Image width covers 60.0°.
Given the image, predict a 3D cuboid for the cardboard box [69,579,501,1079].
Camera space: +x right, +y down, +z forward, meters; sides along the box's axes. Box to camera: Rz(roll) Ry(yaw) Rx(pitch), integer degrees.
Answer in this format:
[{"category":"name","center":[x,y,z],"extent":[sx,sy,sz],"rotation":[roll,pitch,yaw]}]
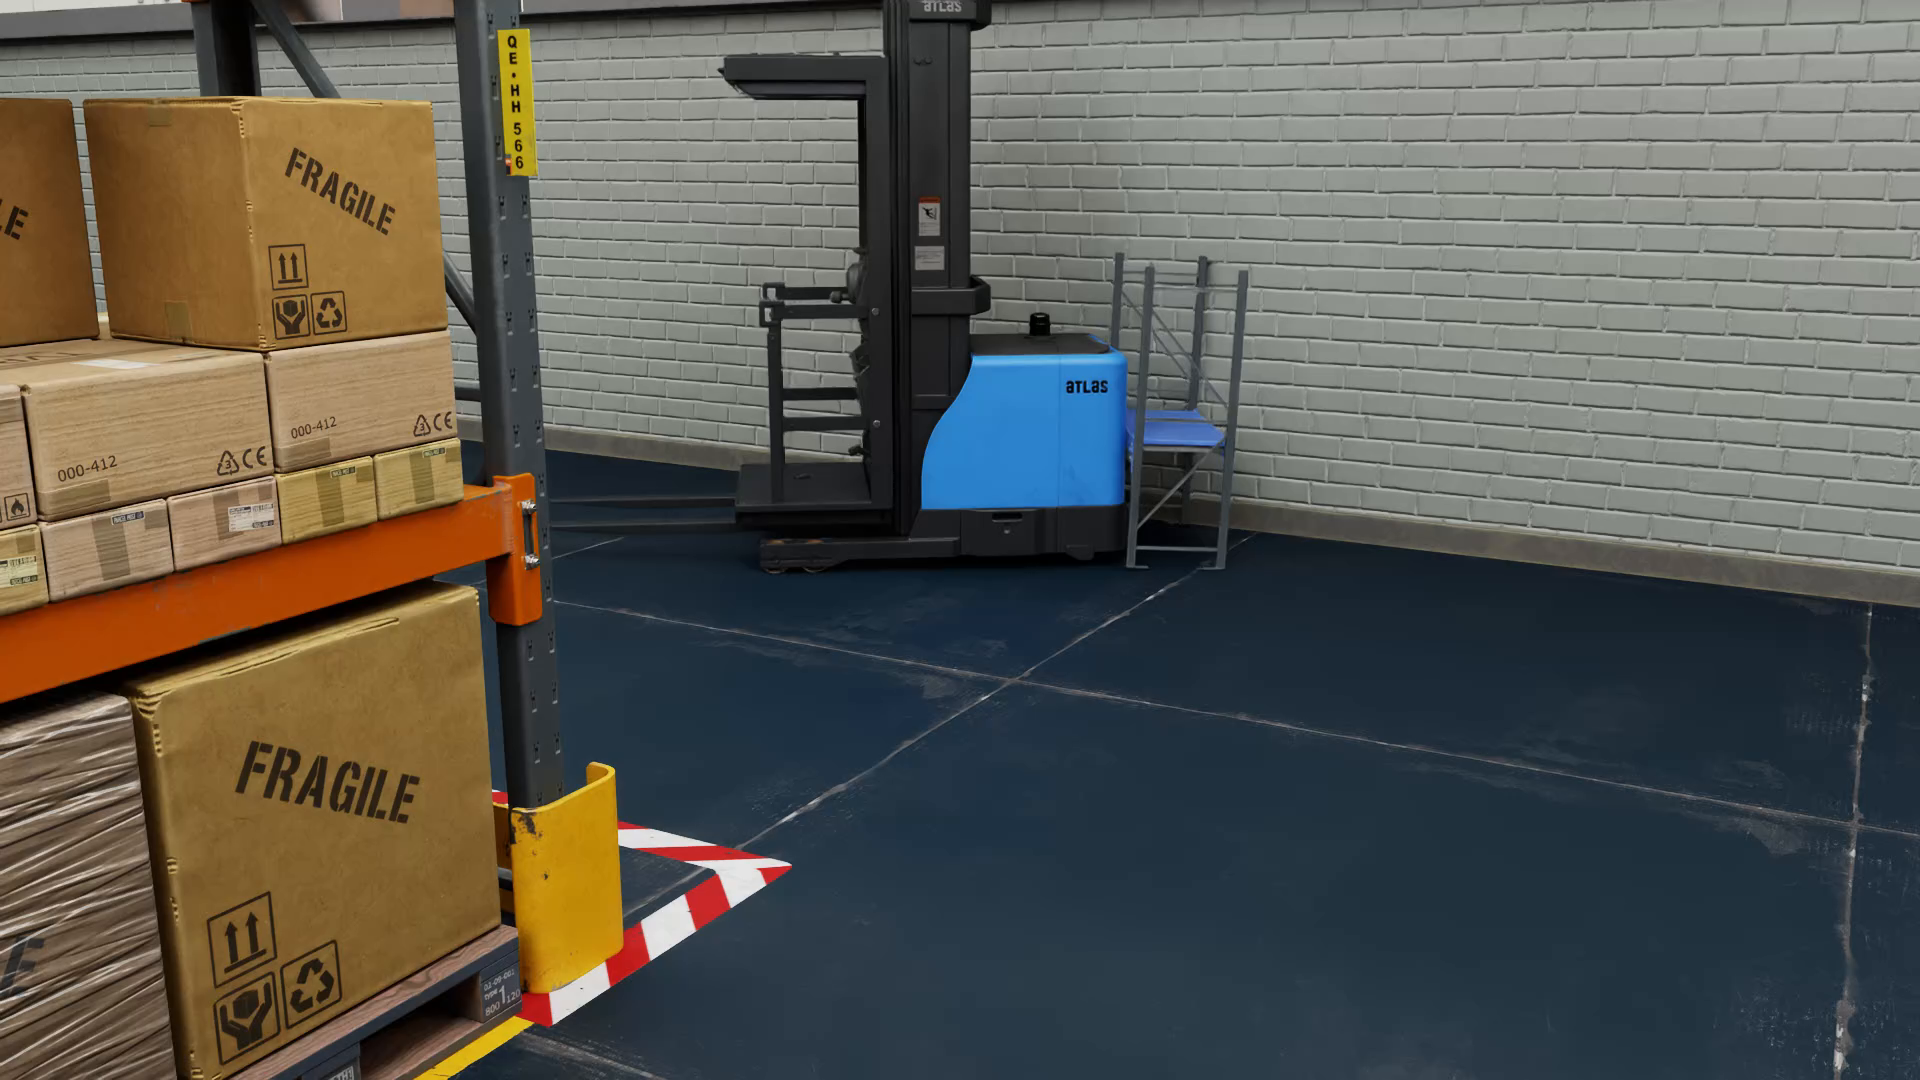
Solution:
[{"category":"cardboard box","center":[-1.729,0.576,3.880],"extent":[0.875,0.875,0.875],"rotation":[7,15,28]}]

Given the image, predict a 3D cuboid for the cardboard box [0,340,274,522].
[{"category":"cardboard box","center":[-1.738,-0.231,3.277],"extent":[0.500,0.250,0.500],"rotation":[7,15,27]}]

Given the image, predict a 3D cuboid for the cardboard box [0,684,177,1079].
[{"category":"cardboard box","center":[-2.169,0.763,3.105],"extent":[0.875,0.875,0.875],"rotation":[7,15,28]}]

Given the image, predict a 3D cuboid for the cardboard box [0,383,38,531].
[{"category":"cardboard box","center":[-1.983,-0.126,2.843],"extent":[0.500,0.250,0.500],"rotation":[7,15,26]}]

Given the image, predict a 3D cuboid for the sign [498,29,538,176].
[{"category":"sign","center":[-1.022,-1.006,3.832],"extent":[0.100,0.325,0.005],"rotation":[7,15,28]}]

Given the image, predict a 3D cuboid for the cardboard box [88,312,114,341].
[{"category":"cardboard box","center":[-1.958,-0.397,3.963],"extent":[0.500,0.250,0.500],"rotation":[7,15,27]}]

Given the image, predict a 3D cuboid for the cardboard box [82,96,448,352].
[{"category":"cardboard box","center":[-1.495,-0.699,3.619],"extent":[0.500,0.500,0.500],"rotation":[8,16,29]}]

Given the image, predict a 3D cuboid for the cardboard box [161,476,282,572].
[{"category":"cardboard box","center":[-1.621,-0.055,3.398],"extent":[0.380,0.149,0.250],"rotation":[7,15,28]}]

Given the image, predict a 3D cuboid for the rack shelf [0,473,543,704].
[{"category":"rack shelf","center":[-2.457,0.367,2.645],"extent":[1.077,0.370,4.000],"rotation":[7,15,28]}]

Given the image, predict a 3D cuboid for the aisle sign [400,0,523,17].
[{"category":"aisle sign","center":[-1.192,-1.637,3.878],"extent":[0.394,0.787,0.004],"rotation":[7,15,28]}]

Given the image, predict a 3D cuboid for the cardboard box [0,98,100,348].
[{"category":"cardboard box","center":[-2.200,-0.658,3.450],"extent":[0.500,0.500,0.500],"rotation":[7,15,27]}]

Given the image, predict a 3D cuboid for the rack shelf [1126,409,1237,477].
[{"category":"rack shelf","center":[1.083,-0.529,8.749],"extent":[0.538,0.185,1.000],"rotation":[2,13,-3]}]

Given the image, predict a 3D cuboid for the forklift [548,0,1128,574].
[{"category":"forklift","center":[-0.694,-1.385,8.523],"extent":[3.031,2.935,1.130],"rotation":[-1,14,-5]}]

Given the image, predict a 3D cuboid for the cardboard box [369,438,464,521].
[{"category":"cardboard box","center":[-1.374,-0.160,3.834],"extent":[0.380,0.149,0.250],"rotation":[8,16,29]}]

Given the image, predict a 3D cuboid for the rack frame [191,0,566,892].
[{"category":"rack frame","center":[-1.490,-0.393,4.262],"extent":[1.000,3.000,0.127],"rotation":[7,15,28]}]

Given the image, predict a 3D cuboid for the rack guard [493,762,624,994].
[{"category":"rack guard","center":[-1.478,0.818,4.576],"extent":[1.175,0.500,0.348],"rotation":[7,15,28]}]

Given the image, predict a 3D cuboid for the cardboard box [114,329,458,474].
[{"category":"cardboard box","center":[-1.492,-0.335,3.708],"extent":[0.500,0.250,0.500],"rotation":[7,15,27]}]

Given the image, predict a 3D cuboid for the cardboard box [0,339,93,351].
[{"category":"cardboard box","center":[-2.204,-0.289,3.518],"extent":[0.500,0.250,0.500],"rotation":[7,15,27]}]

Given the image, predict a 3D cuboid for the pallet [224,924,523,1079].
[{"category":"pallet","center":[-1.808,1.136,3.872],"extent":[1.003,0.211,1.213],"rotation":[7,15,28]}]

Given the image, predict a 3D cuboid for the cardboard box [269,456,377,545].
[{"category":"cardboard box","center":[-1.498,-0.107,3.612],"extent":[0.380,0.149,0.250],"rotation":[8,15,29]}]

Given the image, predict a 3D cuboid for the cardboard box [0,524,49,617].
[{"category":"cardboard box","center":[-1.866,0.049,2.964],"extent":[0.380,0.149,0.250],"rotation":[7,15,27]}]

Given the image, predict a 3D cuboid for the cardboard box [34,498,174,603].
[{"category":"cardboard box","center":[-1.742,-0.004,3.186],"extent":[0.380,0.149,0.250],"rotation":[8,16,29]}]

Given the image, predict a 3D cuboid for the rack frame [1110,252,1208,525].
[{"category":"rack frame","center":[1.065,-0.823,9.201],"extent":[0.500,1.500,0.032],"rotation":[2,13,-3]}]

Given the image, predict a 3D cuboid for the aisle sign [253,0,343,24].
[{"category":"aisle sign","center":[-1.718,-1.705,4.160],"extent":[0.394,0.787,0.004],"rotation":[7,15,28]}]

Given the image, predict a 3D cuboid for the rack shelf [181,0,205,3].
[{"category":"rack shelf","center":[-2.457,-1.091,2.293],"extent":[1.077,0.370,4.000],"rotation":[7,15,28]}]

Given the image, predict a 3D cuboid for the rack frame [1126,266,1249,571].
[{"category":"rack frame","center":[1.116,-0.585,8.214],"extent":[0.500,1.500,0.032],"rotation":[2,13,-3]}]

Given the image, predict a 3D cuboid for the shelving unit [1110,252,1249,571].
[{"category":"shelving unit","center":[1.091,-0.704,8.707],"extent":[0.538,1.500,1.048],"rotation":[2,13,-3]}]
